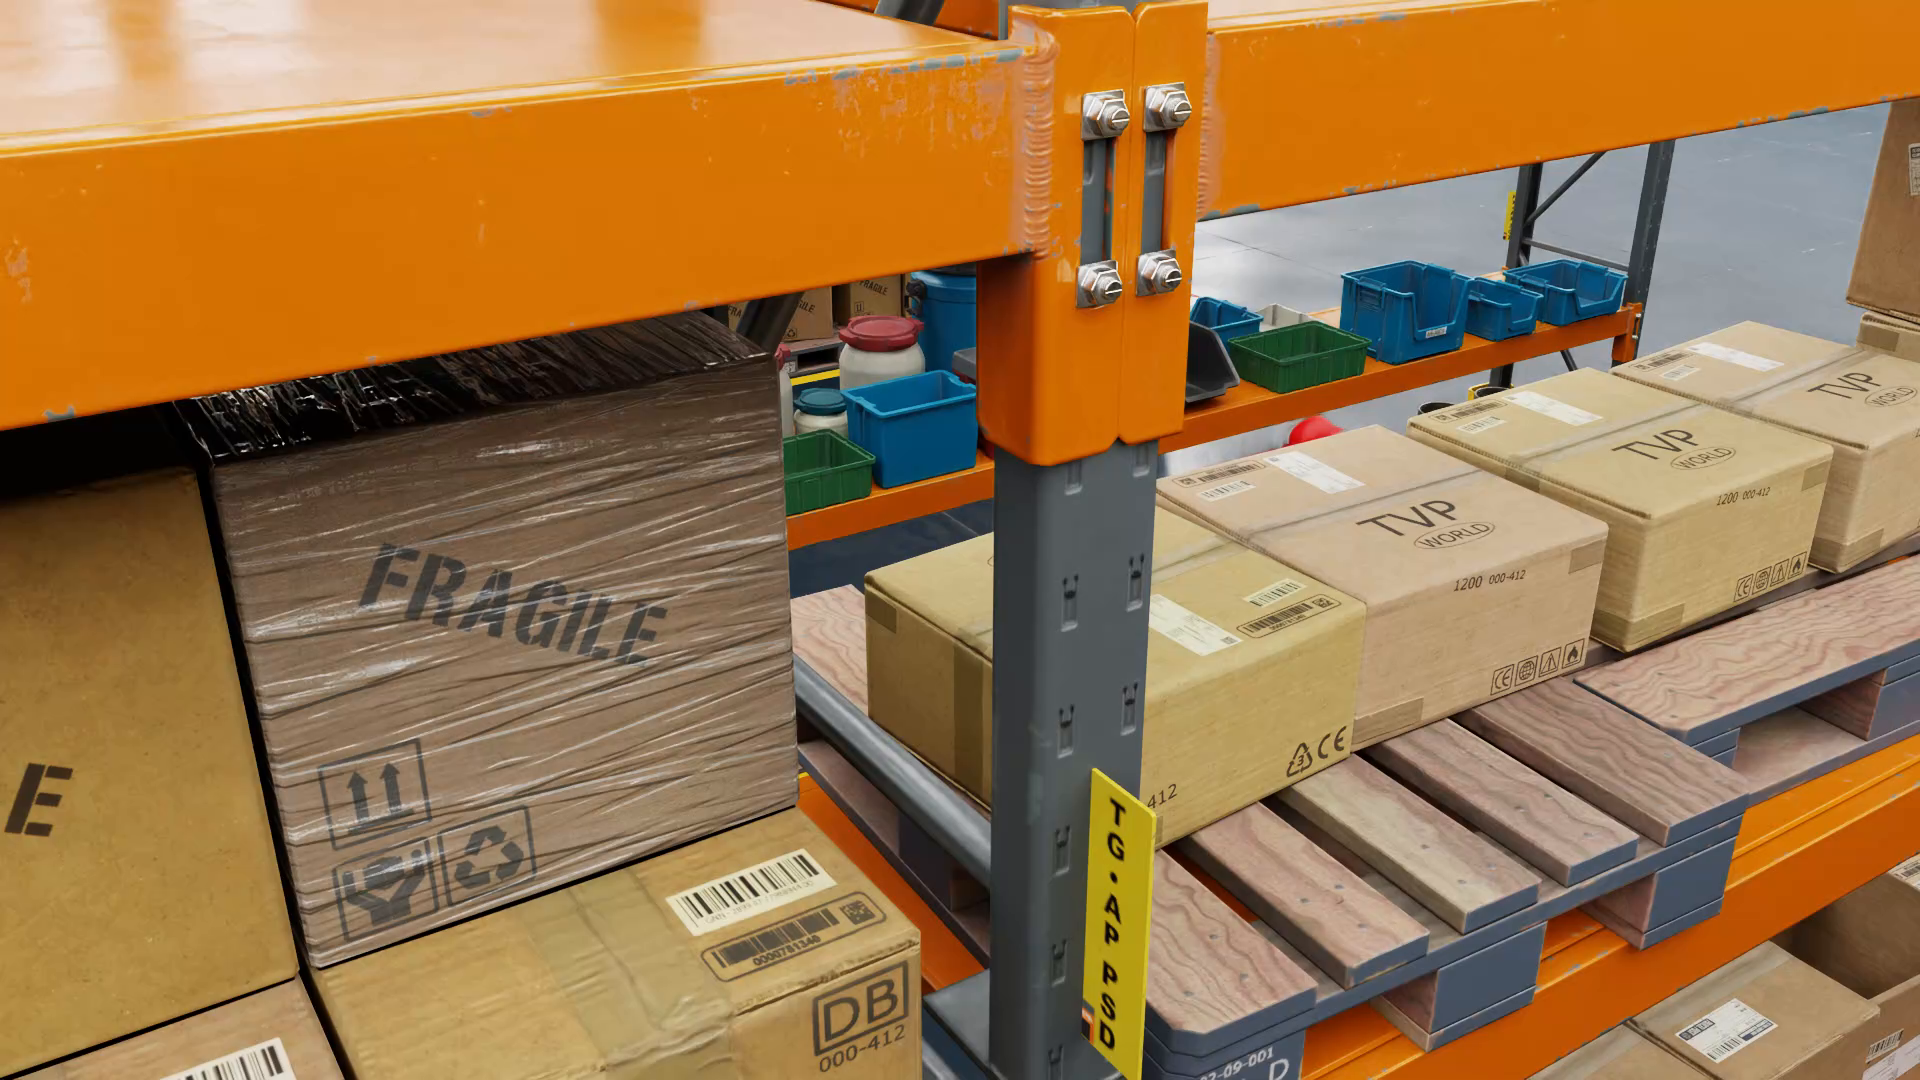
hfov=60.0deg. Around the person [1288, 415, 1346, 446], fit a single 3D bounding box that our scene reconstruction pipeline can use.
[{"bbox_3d":[1.514,0.280,7.523,0.952,1.777,0.630,-12,27,-24],"label":"person"}]
